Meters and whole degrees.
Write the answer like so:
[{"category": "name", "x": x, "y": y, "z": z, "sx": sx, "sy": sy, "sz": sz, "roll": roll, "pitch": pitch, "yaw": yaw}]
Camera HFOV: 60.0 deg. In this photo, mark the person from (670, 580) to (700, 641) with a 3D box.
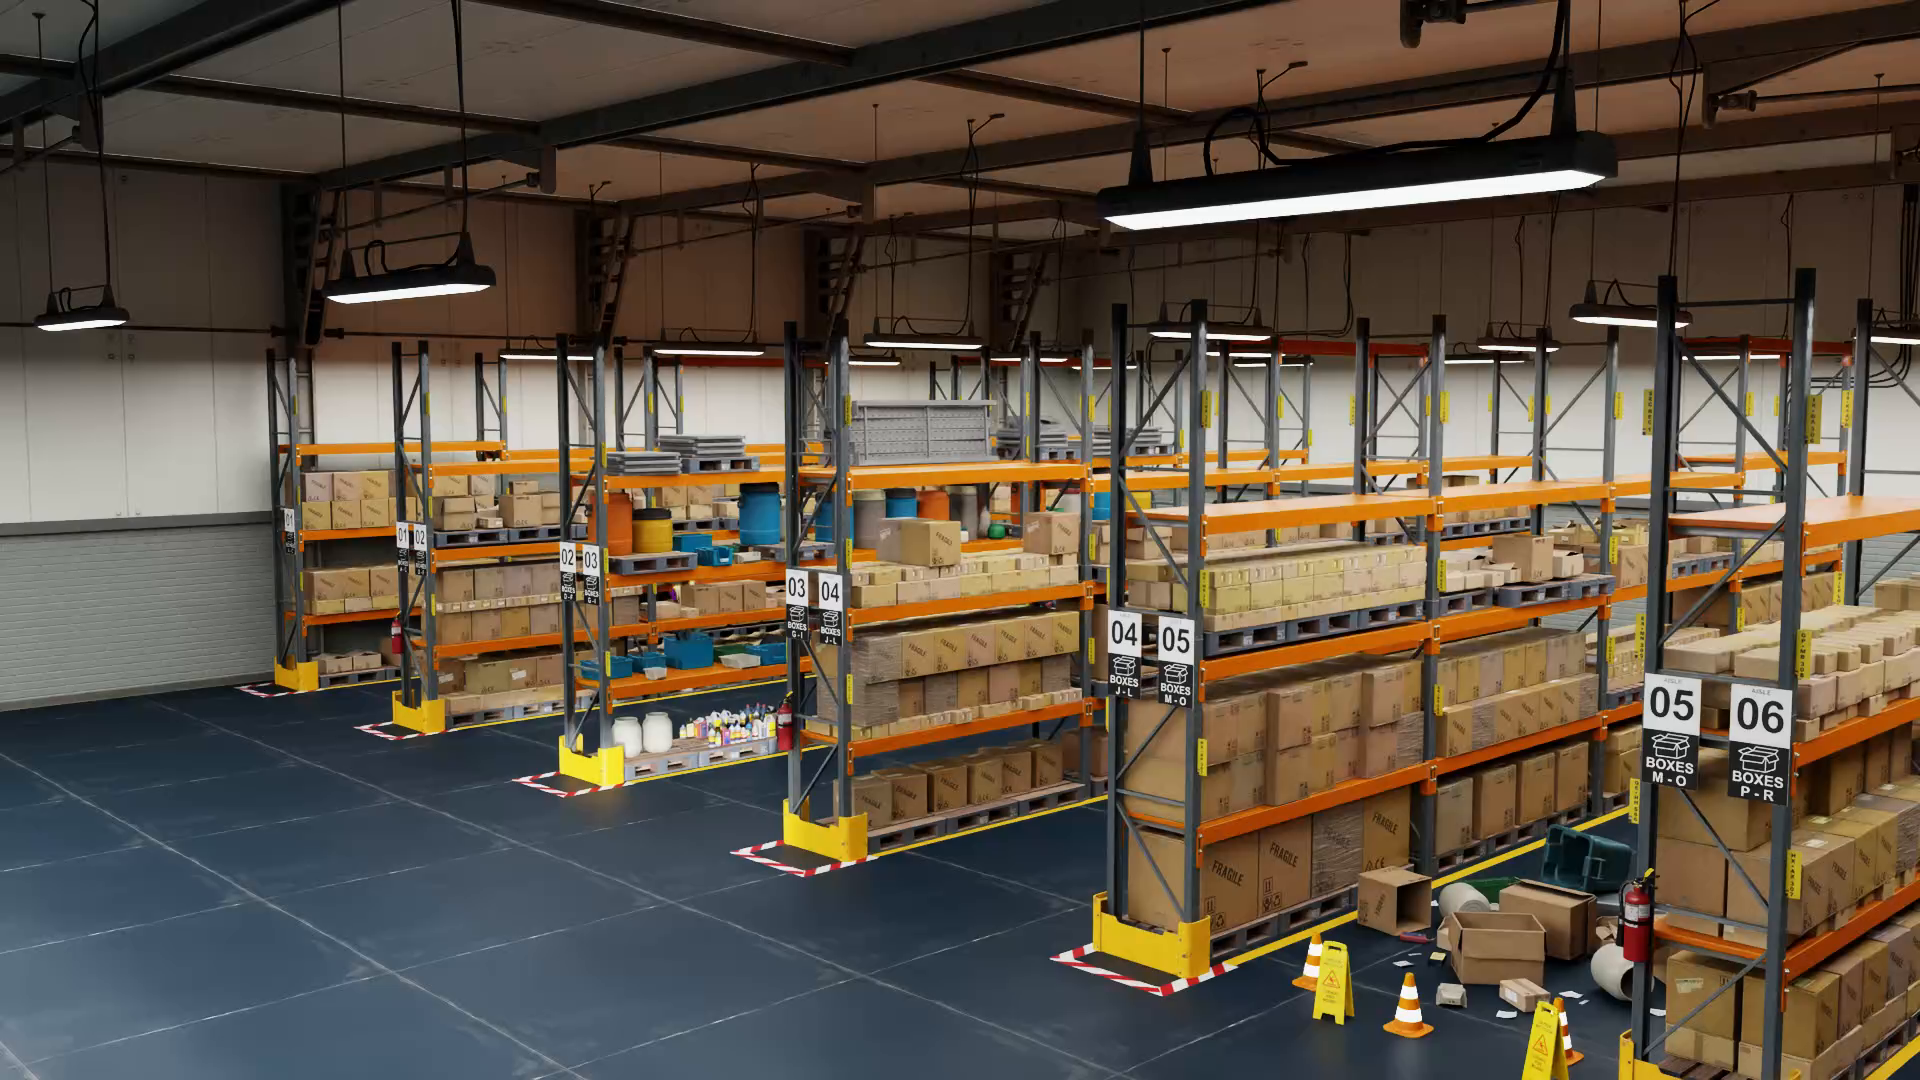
[{"category": "person", "x": -5.373, "y": 1.460, "z": 32.848, "sx": 0.716, "sy": 1.736, "sz": 0.690, "roll": 0, "pitch": 5, "yaw": 1}]
